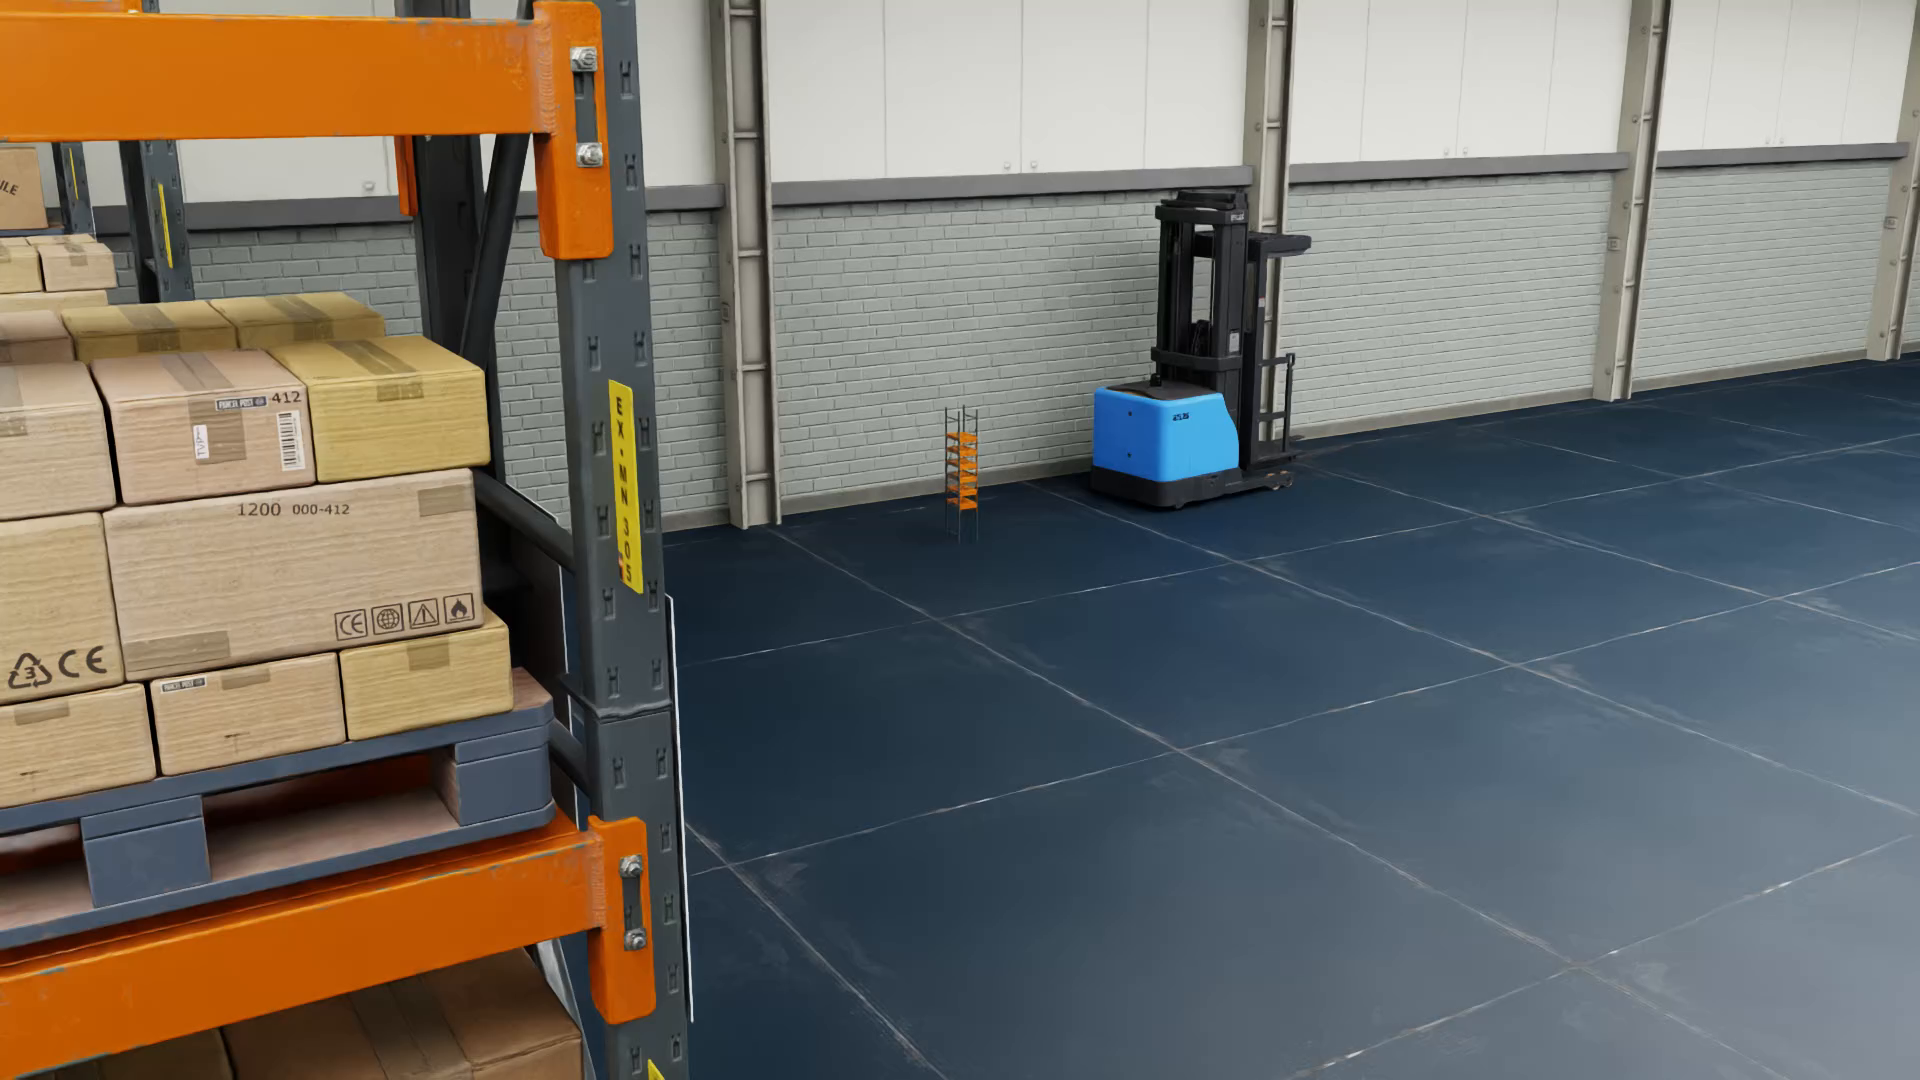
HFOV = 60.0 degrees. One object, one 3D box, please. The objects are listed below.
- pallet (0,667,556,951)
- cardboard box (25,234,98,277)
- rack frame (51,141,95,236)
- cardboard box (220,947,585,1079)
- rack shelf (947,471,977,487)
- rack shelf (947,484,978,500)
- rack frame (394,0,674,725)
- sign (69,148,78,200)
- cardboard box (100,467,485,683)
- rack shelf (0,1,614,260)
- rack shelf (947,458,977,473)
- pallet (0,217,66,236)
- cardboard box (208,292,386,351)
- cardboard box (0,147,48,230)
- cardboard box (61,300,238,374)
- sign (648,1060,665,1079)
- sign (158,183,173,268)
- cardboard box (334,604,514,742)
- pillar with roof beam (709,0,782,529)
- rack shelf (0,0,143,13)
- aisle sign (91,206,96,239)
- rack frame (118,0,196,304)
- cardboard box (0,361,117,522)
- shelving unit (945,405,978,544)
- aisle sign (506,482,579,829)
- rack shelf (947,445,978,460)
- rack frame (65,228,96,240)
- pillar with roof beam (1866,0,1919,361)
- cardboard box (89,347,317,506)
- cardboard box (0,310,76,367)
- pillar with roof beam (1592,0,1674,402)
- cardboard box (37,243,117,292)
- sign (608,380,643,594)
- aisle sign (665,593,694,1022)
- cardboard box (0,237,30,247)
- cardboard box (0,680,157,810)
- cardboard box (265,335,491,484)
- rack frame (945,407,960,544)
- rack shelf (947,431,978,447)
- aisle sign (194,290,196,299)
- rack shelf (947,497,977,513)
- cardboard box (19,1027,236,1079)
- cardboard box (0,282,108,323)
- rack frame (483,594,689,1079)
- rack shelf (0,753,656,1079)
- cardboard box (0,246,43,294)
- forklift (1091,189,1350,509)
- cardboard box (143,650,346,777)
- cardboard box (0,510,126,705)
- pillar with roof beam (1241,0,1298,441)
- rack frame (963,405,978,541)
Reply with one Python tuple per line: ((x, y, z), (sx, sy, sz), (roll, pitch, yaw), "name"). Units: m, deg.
((-1.421, 0.326, 2.797), (1.213, 0.211, 1.003), (-9, 18, -30), "pallet")
((-3.836, -1.214, 7.115), (0.250, 0.149, 0.380), (-9, 18, -30), "cardboard box")
((-5.986, -3.546, 10.887), (0.127, 3.000, 1.000), (-9, 18, -30), "rack frame")
((-1.129, 1.072, 3.248), (0.550, 0.550, 0.875), (-9, 18, -30), "cardboard box")
((0.012, -0.537, 14.767), (0.180, 0.103, 0.258), (-9, 18, -30), "rack shelf")
((0.012, -0.421, 14.799), (0.180, 0.103, 0.258), (-9, 18, -30), "rack shelf")
((-0.791, -1.267, 2.756), (0.127, 3.000, 1.000), (-9, 18, -30), "rack frame")
((-5.719, -2.362, 10.728), (0.005, 0.325, 0.100), (-9, 18, -30), "sign")
((-1.066, -0.011, 2.598), (0.500, 0.250, 0.500), (-9, 18, -29), "cardboard box")
((-2.505, -0.450, 1.916), (4.000, 0.370, 1.077), (-9, 18, -30), "rack shelf")
((0.012, -0.653, 14.735), (0.180, 0.103, 0.258), (-9, 18, -30), "rack shelf")
((-6.606, -1.967, 10.975), (1.213, 0.211, 1.003), (-9, 18, -30), "pallet")
((-1.241, -0.363, 3.115), (0.250, 0.149, 0.380), (-9, 18, -29), "cardboard box")
((-6.240, -2.282, 10.788), (0.500, 0.500, 0.500), (-9, 18, -28), "cardboard box")
((-1.456, -0.328, 2.991), (0.250, 0.149, 0.380), (-9, 18, -29), "cardboard box")
((-0.523, 1.078, 2.923), (0.005, 0.325, 0.100), (-9, 18, -30), "sign")
((-3.158, -1.249, 6.609), (0.005, 0.325, 0.100), (-9, 18, -30), "sign")
((-0.901, 0.173, 2.680), (0.250, 0.149, 0.380), (-9, 18, -30), "cardboard box")
((0.313, -3.496, 10.708), (0.400, 9.000, 9.100), (-9, 18, -30), "pillar with roof beam")
((-5.141, -1.772, 5.898), (4.000, 0.370, 1.077), (-9, 18, -30), "rack shelf")
((-5.779, -1.850, 11.136), (0.004, 0.787, 0.394), (-9, 18, -30), "aisle sign")
((-3.427, -2.398, 6.792), (0.127, 3.000, 1.000), (-9, 18, -30), "rack frame")
((-1.339, -0.140, 2.321), (0.250, 0.149, 0.380), (-9, 18, -29), "cardboard box")
((0.012, -0.580, 14.755), (0.189, 1.200, 0.258), (-9, 18, -30), "shelving unit")
((-0.884, 0.291, 3.498), (0.004, 0.787, 0.394), (-9, 18, -30), "aisle sign")
((0.012, -0.768, 14.702), (0.180, 0.103, 0.258), (-9, 18, -30), "rack shelf")
((-5.986, -0.657, 11.697), (0.127, 3.000, 1.000), (-9, 18, -30), "rack frame")
((15.742, -5.998, 19.634), (0.400, 9.000, 9.100), (-9, 18, -30), "pillar with roof beam")
((-1.119, -0.176, 2.448), (0.250, 0.149, 0.380), (-9, 18, -29), "cardboard box")
((-1.675, -0.293, 2.864), (0.250, 0.149, 0.380), (-9, 18, -30), "cardboard box")
((10.599, -5.164, 16.658), (0.400, 9.000, 9.100), (-9, 18, -30), "pillar with roof beam")
((-3.564, -1.101, 6.712), (0.250, 0.149, 0.380), (-9, 18, -29), "cardboard box")
((-0.523, -0.083, 2.598), (0.005, 0.325, 0.100), (-9, 18, -30), "sign")
((-0.575, 0.430, 3.003), (0.004, 0.787, 0.394), (-9, 18, -30), "aisle sign")
((-4.044, -1.176, 6.977), (0.250, 0.149, 0.380), (-9, 18, -30), "cardboard box")
((-1.337, 0.244, 2.428), (0.250, 0.149, 0.380), (-9, 18, -29), "cardboard box")
((-0.905, -0.210, 2.570), (0.250, 0.149, 0.380), (-9, 18, -29), "cardboard box")
((-0.066, -0.567, 14.710), (0.006, 1.200, 0.240), (-9, 18, -30), "rack frame")
((0.012, -0.884, 14.670), (0.180, 0.103, 0.258), (-9, 18, -30), "rack shelf")
((-3.224, -0.702, 7.042), (0.004, 0.787, 0.394), (-9, 18, -30), "aisle sign")
((0.012, -0.306, 14.832), (0.180, 0.103, 0.258), (-9, 18, -30), "rack shelf")
((-1.553, 1.170, 2.899), (0.550, 0.550, 0.875), (-9, 18, -30), "cardboard box")
((-3.726, -0.891, 6.701), (0.500, 0.250, 0.500), (-9, 18, -30), "cardboard box")
((-0.791, 1.622, 3.566), (0.127, 3.000, 1.000), (-9, 18, -30), "rack frame")
((-2.505, 0.802, 2.267), (4.000, 0.370, 1.077), (-9, 18, -30), "rack shelf")
((-3.805, -1.074, 6.616), (0.250, 0.149, 0.380), (-9, 18, -29), "cardboard box")
((2.760, -2.012, 16.657), (3.031, 2.935, 1.130), (-12, 20, -37), "forklift")
((-1.118, 0.208, 2.556), (0.250, 0.149, 0.380), (-9, 18, -29), "cardboard box")
((-1.496, 0.058, 2.350), (0.500, 0.250, 0.500), (-9, 18, -30), "cardboard box")
((5.456, -4.330, 13.683), (0.400, 9.000, 9.100), (-9, 18, -30), "pillar with roof beam")
((0.091, -0.592, 14.800), (0.006, 1.200, 0.240), (-9, 18, -30), "rack frame")
